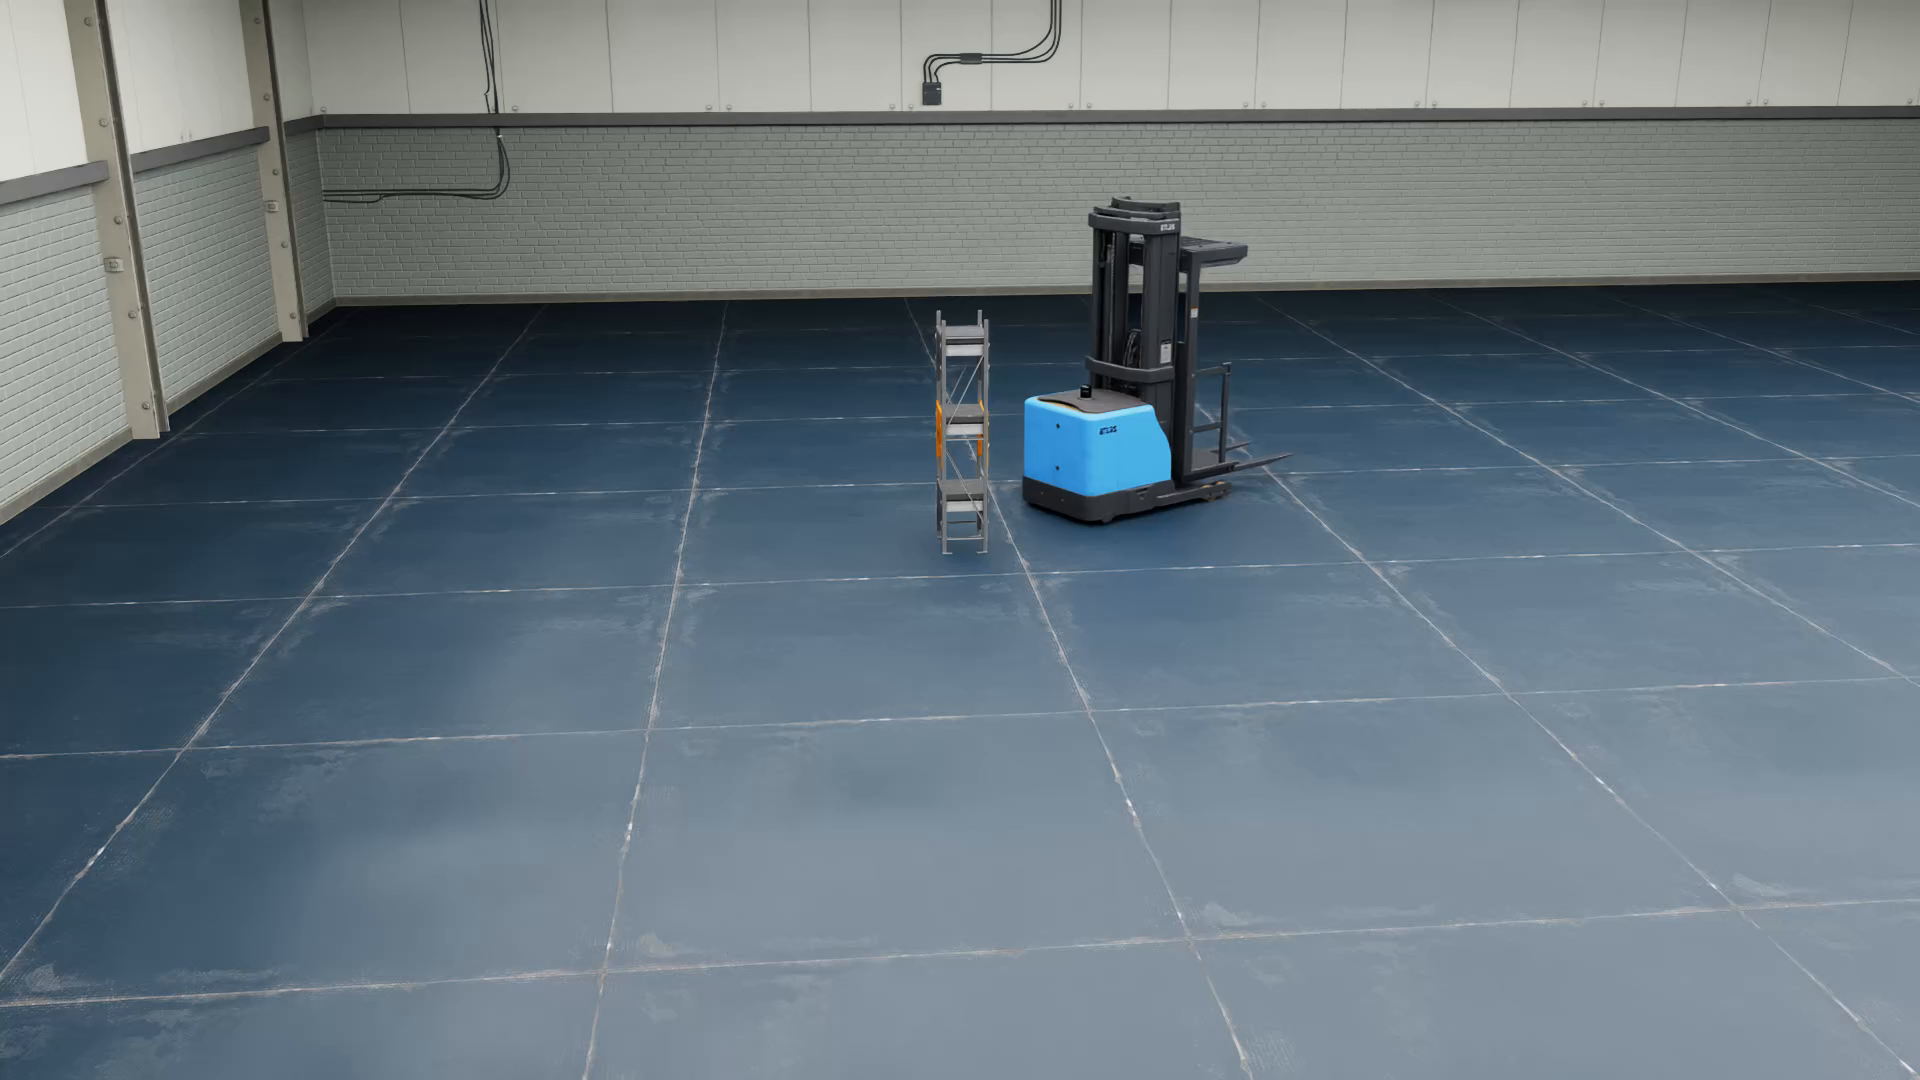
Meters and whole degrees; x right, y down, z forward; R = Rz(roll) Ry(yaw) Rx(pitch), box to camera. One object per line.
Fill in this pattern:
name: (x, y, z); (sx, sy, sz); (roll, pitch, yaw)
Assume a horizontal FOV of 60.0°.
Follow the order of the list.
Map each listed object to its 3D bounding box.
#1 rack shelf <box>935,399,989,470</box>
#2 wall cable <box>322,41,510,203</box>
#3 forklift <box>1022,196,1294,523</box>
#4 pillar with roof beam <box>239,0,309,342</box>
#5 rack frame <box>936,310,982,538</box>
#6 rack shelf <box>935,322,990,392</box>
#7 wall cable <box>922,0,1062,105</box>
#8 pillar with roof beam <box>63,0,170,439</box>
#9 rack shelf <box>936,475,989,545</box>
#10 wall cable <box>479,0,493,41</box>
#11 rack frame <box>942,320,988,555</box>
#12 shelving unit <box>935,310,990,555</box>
rack shelf: (0.017, -0.939, 14.782); (0.431, 0.518, 0.480); (-2, 18, -6)
wall cable: (-8.912, -6.729, 26.844); (3.097, 2.526, 0.112); (-2, 18, -6)
forklift: (2.088, -1.894, 16.389); (3.031, 2.935, 1.130); (-13, 22, -35)
pillar with roof beam: (-5.642, -7.425, 23.877); (9.100, 9.000, 0.400); (-2, 18, -6)
rack frame: (-0.008, -1.025, 15.010); (0.400, 2.100, 0.015); (-2, 18, -6)
rack shelf: (0.017, -1.607, 14.573); (0.431, 0.518, 0.480); (-2, 18, -6)
wall cable: (0.532, -10.122, 26.789); (2.305, 6.003, 0.169); (-2, 18, -6)
pillar with roof beam: (-5.023, -5.637, 18.183); (9.100, 9.000, 0.400); (-2, 18, -6)
rack shelf: (0.017, -0.272, 14.992); (0.431, 0.518, 0.480); (-2, 18, -6)
wall cable: (-6.222, -9.222, 26.354); (3.097, 2.526, 0.112); (-2, 18, -6)
rack frame: (0.042, -0.880, 14.547); (0.400, 2.100, 0.015); (-2, 18, -6)
shelving unit: (0.017, -0.952, 14.778); (0.431, 2.100, 0.503); (-2, 18, -6)
